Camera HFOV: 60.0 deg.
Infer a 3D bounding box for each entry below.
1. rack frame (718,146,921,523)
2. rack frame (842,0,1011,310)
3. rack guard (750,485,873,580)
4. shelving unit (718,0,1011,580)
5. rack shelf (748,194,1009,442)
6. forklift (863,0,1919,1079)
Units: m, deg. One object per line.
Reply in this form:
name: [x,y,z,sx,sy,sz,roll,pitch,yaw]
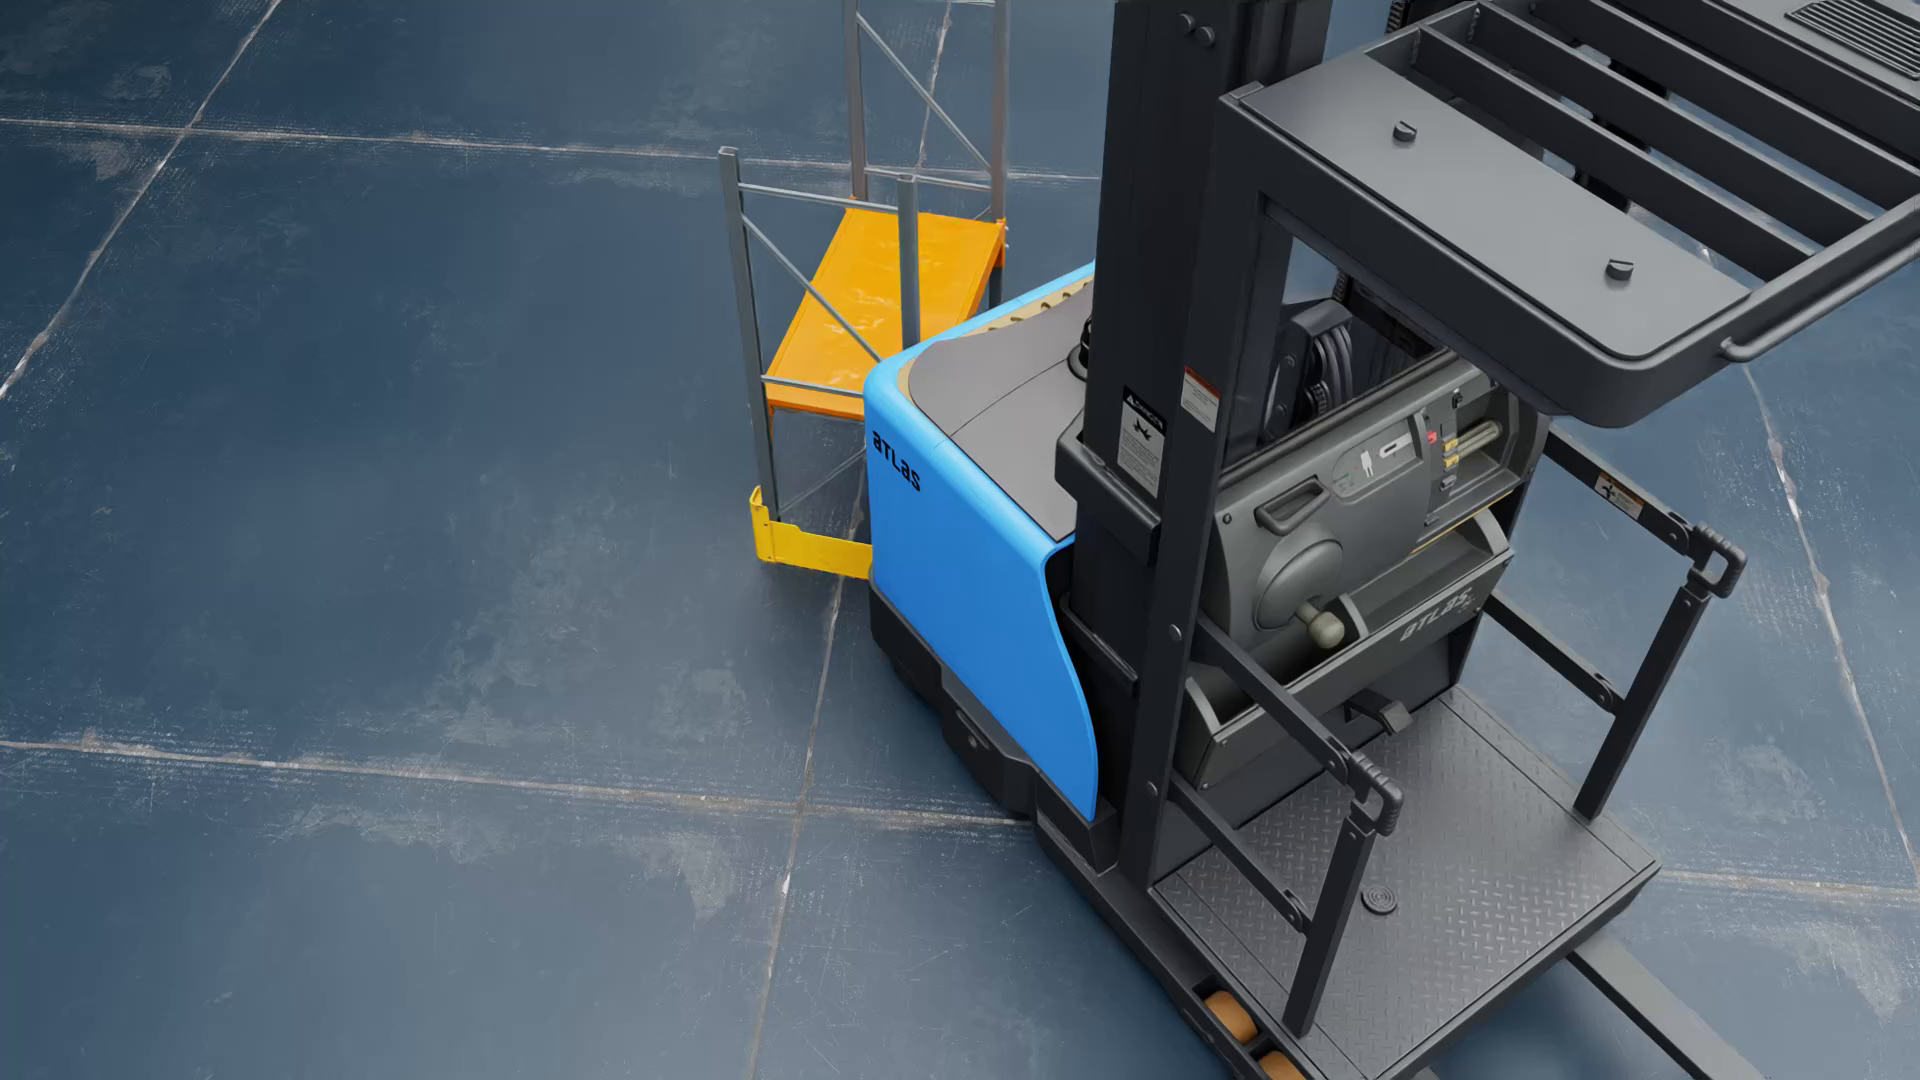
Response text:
rack frame: [-0.350,-0.411,4.610,0.500,1.500,0.032,11,48,10]
rack frame: [-0.100,-1.139,5.275,0.500,1.500,0.032,11,48,10]
rack guard: [-0.345,-0.003,5.084,0.587,0.250,0.087,11,48,10]
shelving unit: [-0.223,-0.781,4.948,0.587,1.500,1.083,11,48,10]
rack shelf: [-0.225,-0.653,5.075,0.538,0.185,1.000,11,48,10]
forklift: [1.004,-0.018,3.280,1.130,2.935,3.031,-28,53,-23]
